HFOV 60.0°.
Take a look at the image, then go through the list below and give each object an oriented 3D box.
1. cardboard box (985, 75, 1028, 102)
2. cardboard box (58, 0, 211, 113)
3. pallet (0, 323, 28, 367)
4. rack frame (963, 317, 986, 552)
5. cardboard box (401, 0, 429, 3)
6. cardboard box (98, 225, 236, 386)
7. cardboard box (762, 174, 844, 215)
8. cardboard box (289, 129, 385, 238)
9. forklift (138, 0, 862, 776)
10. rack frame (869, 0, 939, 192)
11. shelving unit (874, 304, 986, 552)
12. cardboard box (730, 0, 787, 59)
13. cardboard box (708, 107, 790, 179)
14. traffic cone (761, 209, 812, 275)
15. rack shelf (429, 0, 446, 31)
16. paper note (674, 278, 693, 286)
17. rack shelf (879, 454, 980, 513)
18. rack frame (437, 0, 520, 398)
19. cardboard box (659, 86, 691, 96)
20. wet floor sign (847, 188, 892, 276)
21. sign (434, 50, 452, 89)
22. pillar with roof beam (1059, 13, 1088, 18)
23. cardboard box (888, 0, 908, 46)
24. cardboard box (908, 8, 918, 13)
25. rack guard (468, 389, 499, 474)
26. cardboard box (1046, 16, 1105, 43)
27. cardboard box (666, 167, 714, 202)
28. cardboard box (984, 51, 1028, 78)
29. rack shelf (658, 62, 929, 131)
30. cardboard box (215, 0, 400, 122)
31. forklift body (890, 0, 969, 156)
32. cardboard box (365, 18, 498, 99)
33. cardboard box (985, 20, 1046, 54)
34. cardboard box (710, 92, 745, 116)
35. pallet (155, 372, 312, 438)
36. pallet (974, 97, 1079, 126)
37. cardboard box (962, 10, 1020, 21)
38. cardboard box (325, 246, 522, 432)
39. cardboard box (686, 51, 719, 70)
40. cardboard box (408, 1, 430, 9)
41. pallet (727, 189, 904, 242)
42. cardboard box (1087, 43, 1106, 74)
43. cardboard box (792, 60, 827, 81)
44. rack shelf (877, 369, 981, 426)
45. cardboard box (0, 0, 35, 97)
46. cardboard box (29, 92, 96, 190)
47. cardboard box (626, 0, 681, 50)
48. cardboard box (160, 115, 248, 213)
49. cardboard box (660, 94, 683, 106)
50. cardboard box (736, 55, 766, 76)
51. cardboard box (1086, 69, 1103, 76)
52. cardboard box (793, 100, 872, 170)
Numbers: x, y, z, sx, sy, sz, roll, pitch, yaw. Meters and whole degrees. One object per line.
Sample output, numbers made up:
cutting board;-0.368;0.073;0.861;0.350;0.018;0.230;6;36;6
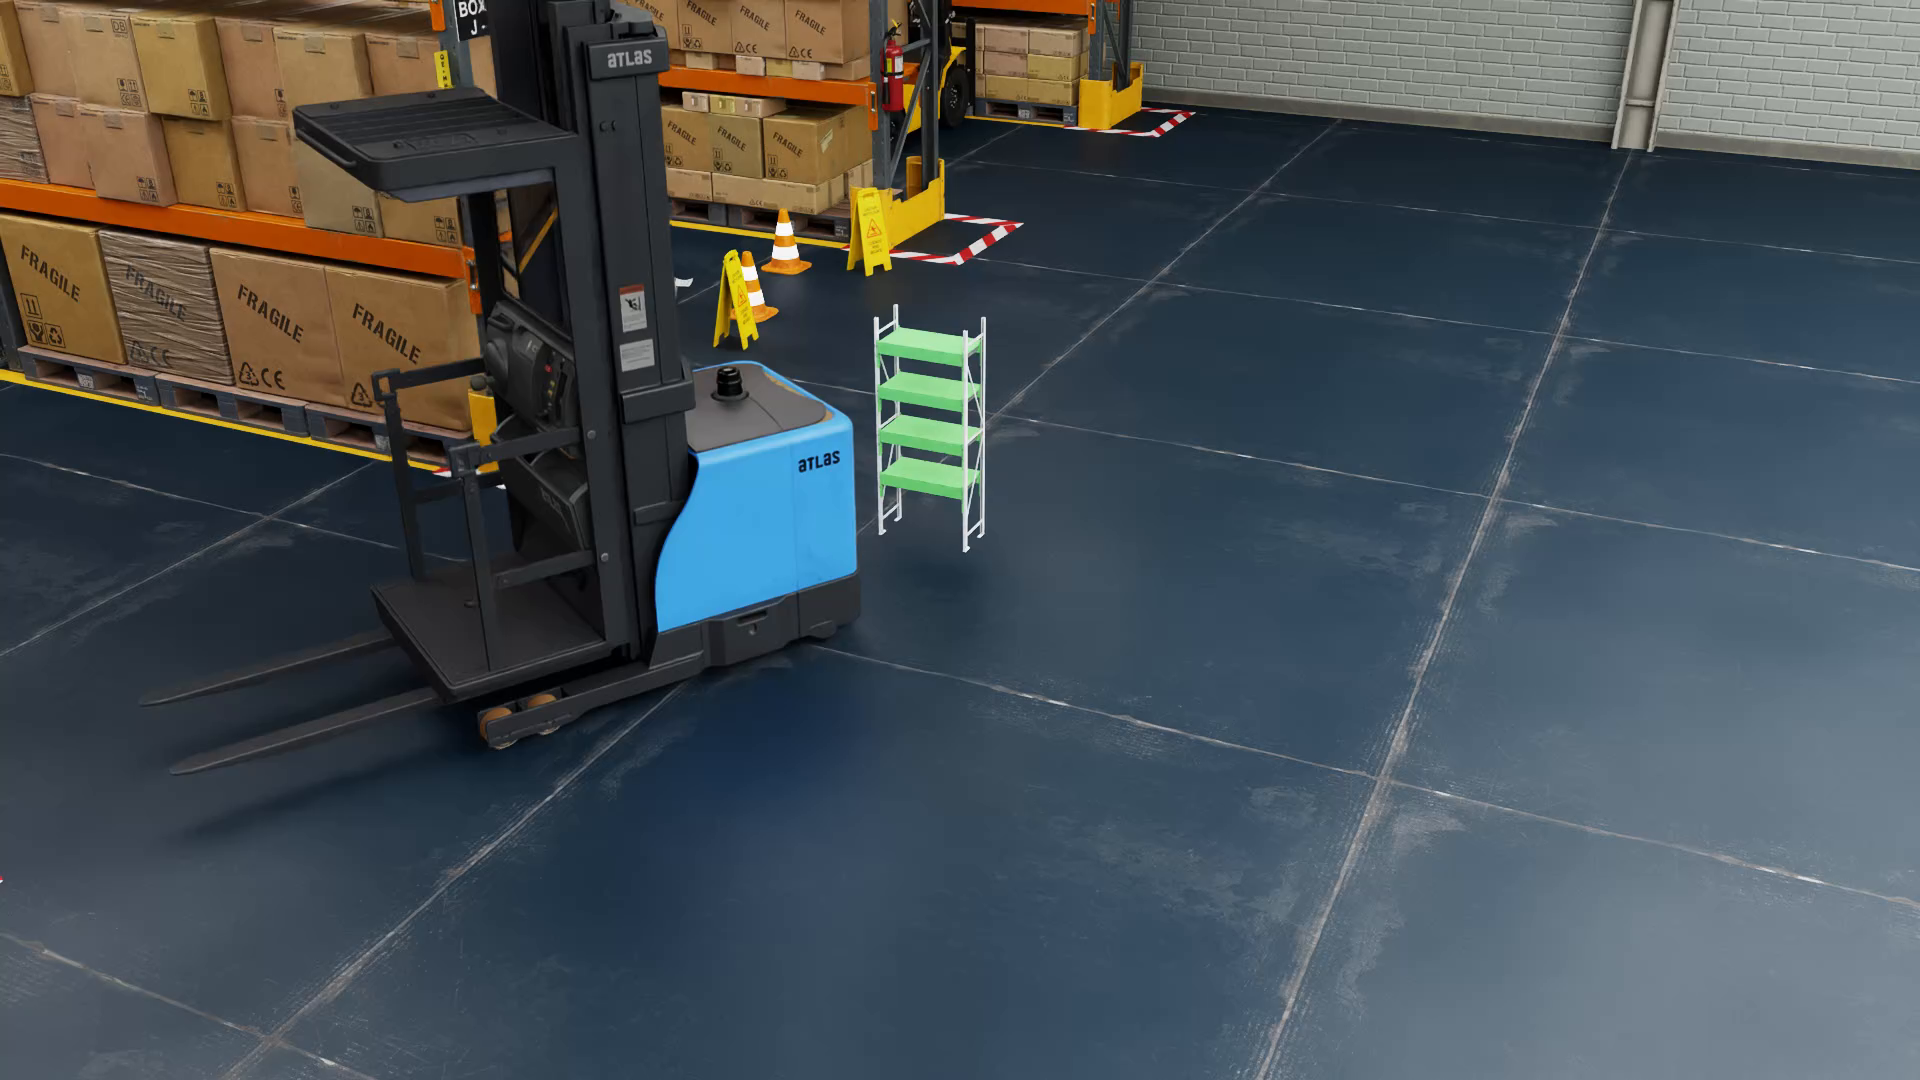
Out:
cardboard box;0.601;-4.940;18.025;0.500;0.250;0.500;11;28;22
cardboard box;-4.736;-2.920;9.892;0.550;0.550;0.875;11;28;22
pallet;-6.775;-1.517;11.592;1.213;0.211;1.003;11;28;22
rack frame;0.071;-0.524;8.456;0.015;1.200;0.240;11;28;22
cardboard box;-4.599;-5.025;14.635;0.500;0.500;0.500;11;28;21
cardboard box;-4.675;-1.586;10.505;0.875;0.875;0.875;12;28;22
cardboard box;-1.312;-2.933;13.950;0.500;0.250;0.500;11;28;22
cardboard box;-3.266;-2.135;9.520;0.550;0.550;0.875;11;28;22
forklift;-1.973;-0.707;6.867;3.031;2.935;1.130;-17;31;-30
rack frame;-0.443;-3.935;13.346;0.127;3.000;1.000;11;28;22
shelving unit;-0.151;-0.569;8.546;0.503;1.200;0.258;11;28;22
cardboard box;-1.505;-4.195;13.424;0.500;0.500;0.500;11;28;22
cardboard box;-1.756;-3.362;13.970;0.500;0.500;0.500;12;29;24
traffic cone;-1.368;-2.356;13.012;0.334;0.463;0.336;11;28;22
rack shelf;-4.220;-3.315;9.505;4.000;0.370;1.077;11;28;22
paper note;-2.127;-1.975;12.727;0.142;0.019;0.148;2;26;4
rack shelf;-0.151;-0.296;8.681;0.480;0.148;0.258;11;28;22
rack frame;-2.400;-1.926;9.266;0.127;3.000;1.000;11;28;22
cardboard box;-2.506;-3.772;14.804;0.500;0.500;0.500;13;29;24
wet floor sign;-0.713;-2.413;12.921;0.232;0.644;0.267;23;35;39
sign;-2.637;-2.336;8.520;0.005;0.325;0.100;11;28;22
pillar with roof beam;-0.434;-7.381;13.555;0.400;9.000;9.100;11;28;22
cardboard box;-0.759;-4.311;13.661;0.500;0.500;0.500;11;28;21
cardboard box;-0.582;-5.869;18.781;0.500;0.250;0.500;12;28;22
rack guard;-2.378;-0.800;9.809;0.348;0.500;1.175;11;28;22
cardboard box;1.249;-5.499;18.028;0.500;0.250;0.500;11;28;21
cardboard box;-2.237;-3.120;14.330;0.500;0.250;0.500;10;28;20
cardboard box;0.584;-5.170;17.926;0.500;0.250;0.500;11;28;21
rack shelf;-2.263;-3.978;14.248;4.000;0.370;1.077;11;28;22
cardboard box;-3.714;-2.782;9.611;0.550;0.550;0.875;11;28;22
forklift body;-0.873;-5.164;16.803;1.214;2.155;2.313;11;28;22
cardboard box;-2.722;-2.561;9.164;0.550;0.550;0.875;11;28;22
cardboard box;0.593;-5.384;17.796;0.500;0.250;0.500;12;29;23
cardboard box;-1.869;-3.646;13.814;0.250;0.149;0.380;12;29;23
pallet;-4.267;-1.013;10.569;1.213;0.211;1.003;11;28;22
pallet;0.895;-4.803;18.267;1.213;0.211;1.003;11;28;22
cardboard box;0.342;-5.684;18.405;0.500;0.250;0.500;11;28;21
cardboard box;-3.044;-1.258;9.840;0.875;0.875;0.875;12;28;22
cardboard box;-2.065;-4.010;13.783;0.250;0.149;0.380;11;28;21
cardboard box;-4.667;-4.725;14.760;0.250;0.149;0.380;12;29;23
pallet;-1.237;-2.860;14.321;1.213;0.211;1.003;11;28;22
cardboard box;1.267;-5.280;18.149;0.500;0.250;0.500;12;29;23
cardboard box;-1.148;-3.806;13.369;0.250;0.149;0.380;11;28;21
rack shelf;-0.151;-0.727;8.469;0.480;0.148;0.258;11;28;22
cardboard box;-5.719;-3.128;10.314;0.550;0.550;0.875;11;28;22
cardboard box;-5.190;-2.570;10.405;0.550;0.550;0.875;11;28;22
cardboard box;-2.412;-4.388;13.817;0.500;0.500;0.500;12;29;22
cardboard box;-4.223;-2.368;9.993;0.500;0.550;0.875;11;28;22
cardboard box;-2.695;-3.552;14.358;0.500;0.500;0.500;13;29;24
cardboard box;-1.620;-3.896;13.553;0.250;0.149;0.380;12;29;23
cardboard box;1.242;-5.054;18.258;0.500;0.250;0.500;11;28;22
cardboard box;-1.084;-3.489;14.229;0.500;0.500;0.500;10;28;20
